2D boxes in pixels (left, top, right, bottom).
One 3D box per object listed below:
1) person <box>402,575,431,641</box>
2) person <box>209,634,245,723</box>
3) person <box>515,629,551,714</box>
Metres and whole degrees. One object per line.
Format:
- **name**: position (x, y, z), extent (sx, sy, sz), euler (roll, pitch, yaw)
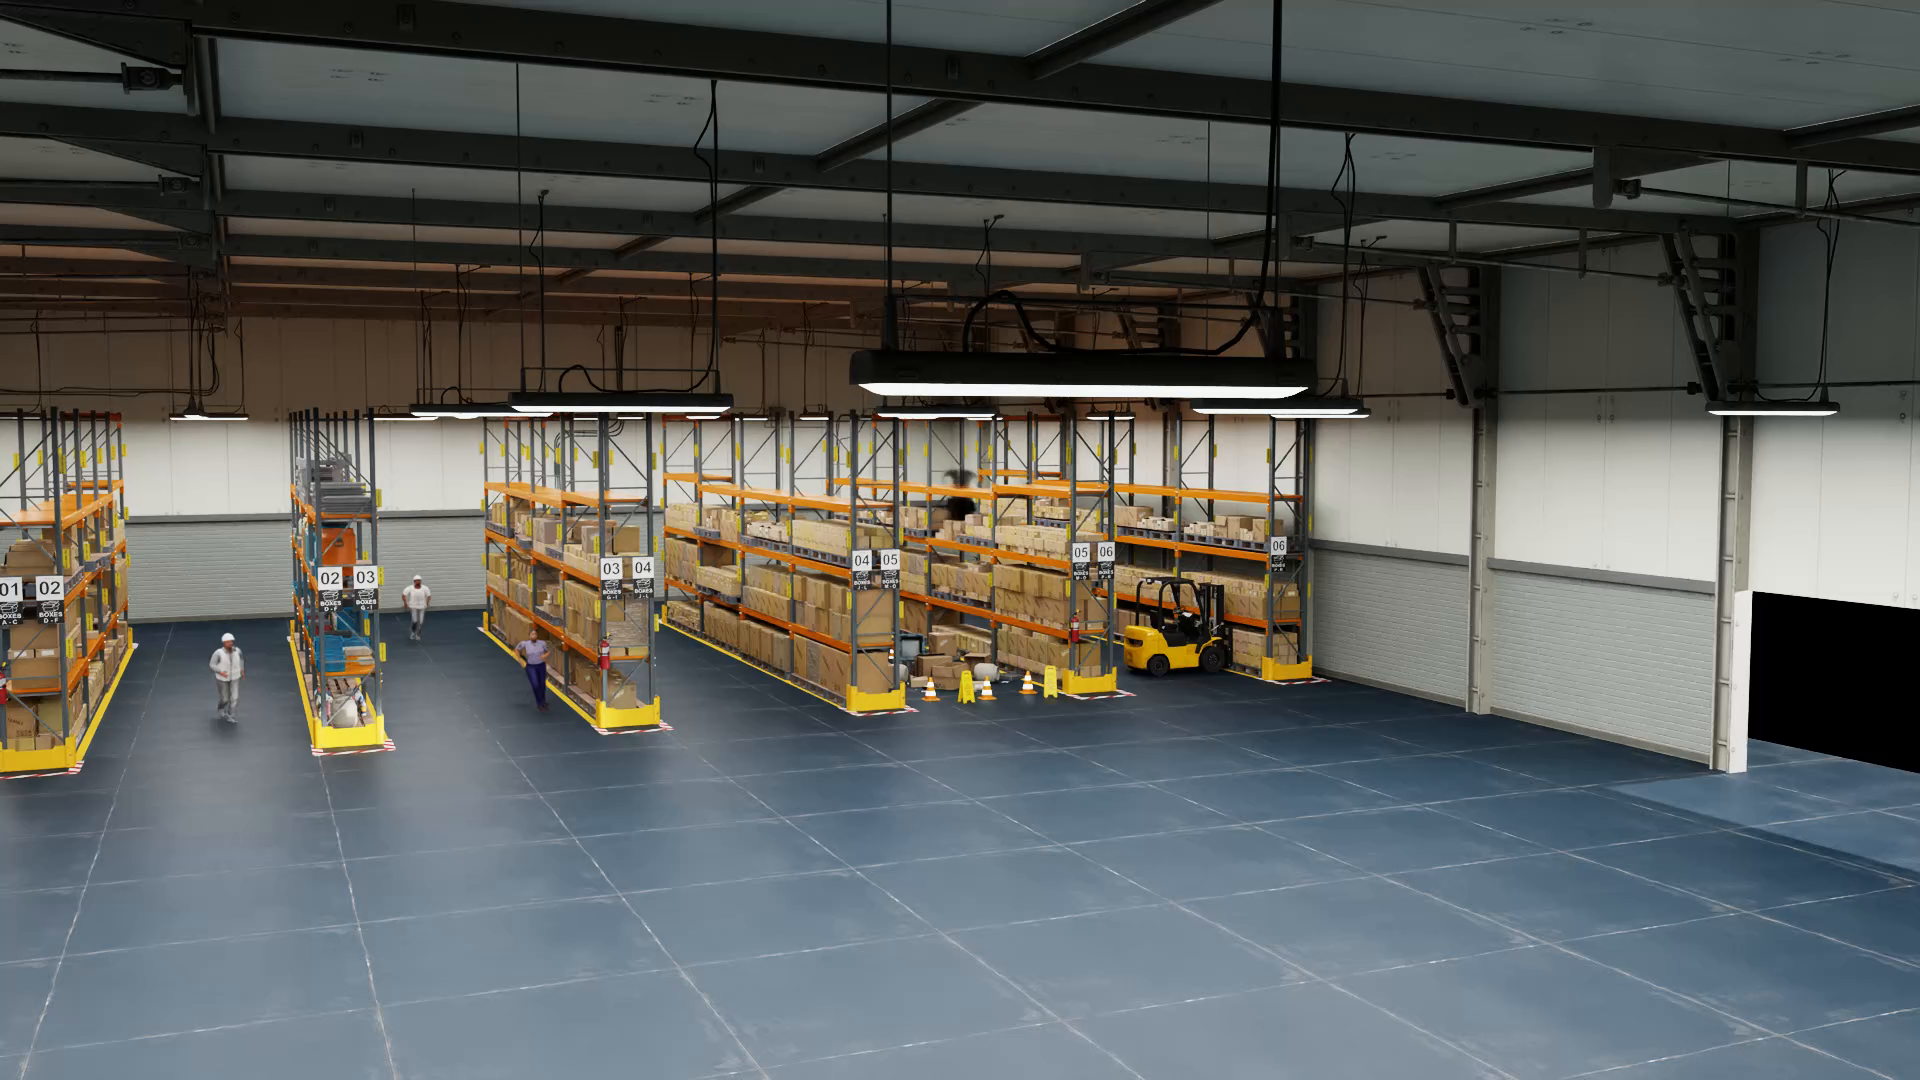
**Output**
- **person**: position (-14.233, 1.793, 43.662), extent (0.708, 1.744, 0.638), euler (-2, 5, -29)
- **person**: position (-14.066, 2.638, 31.907), extent (0.654, 1.725, 0.757), euler (-3, 5, -38)
- **person**: position (-8.449, 2.596, 33.010), extent (0.660, 1.690, 0.785), euler (-2, 5, -29)
